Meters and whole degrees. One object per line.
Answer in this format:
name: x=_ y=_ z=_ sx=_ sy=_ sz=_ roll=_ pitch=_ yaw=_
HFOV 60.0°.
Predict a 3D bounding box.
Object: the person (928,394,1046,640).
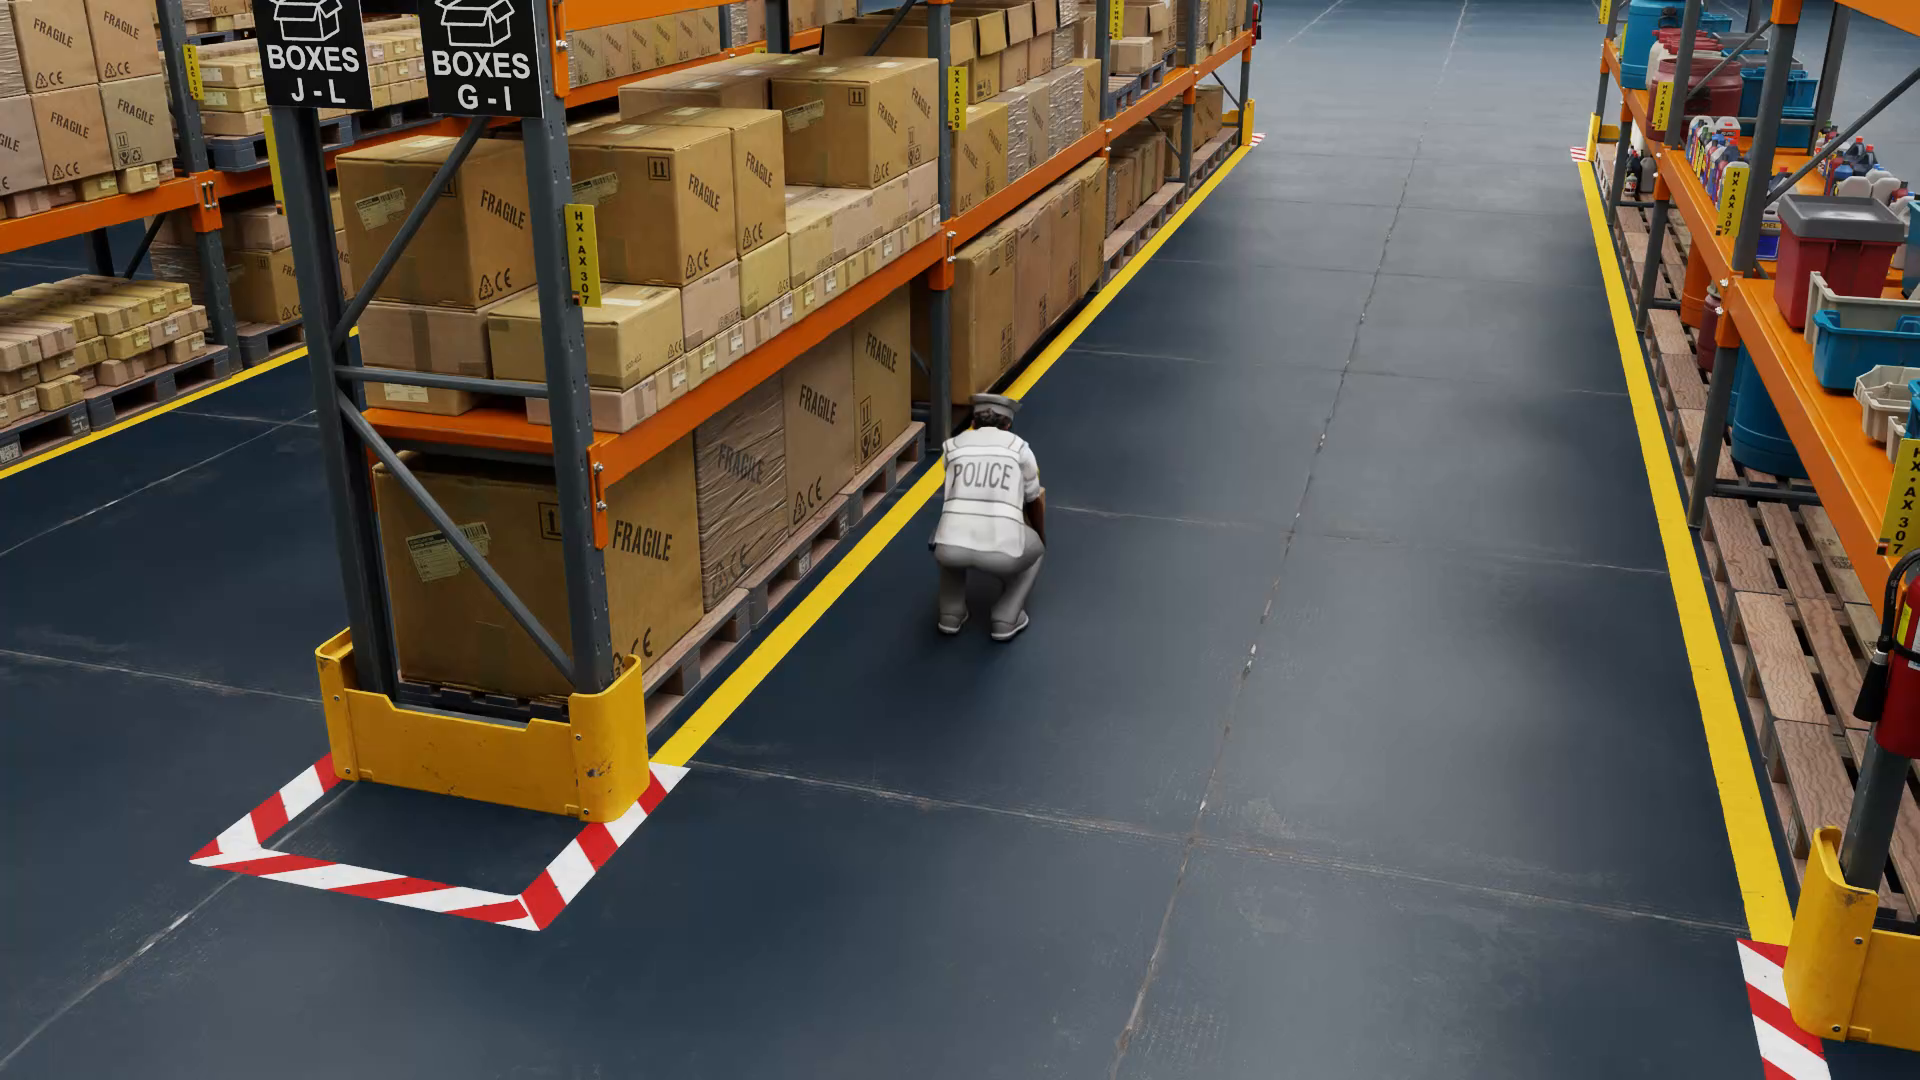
person: x=0.132 y=-0.114 z=7.304 sx=0.463 sy=0.978 sz=0.857 roll=6 pitch=23 yaw=14
